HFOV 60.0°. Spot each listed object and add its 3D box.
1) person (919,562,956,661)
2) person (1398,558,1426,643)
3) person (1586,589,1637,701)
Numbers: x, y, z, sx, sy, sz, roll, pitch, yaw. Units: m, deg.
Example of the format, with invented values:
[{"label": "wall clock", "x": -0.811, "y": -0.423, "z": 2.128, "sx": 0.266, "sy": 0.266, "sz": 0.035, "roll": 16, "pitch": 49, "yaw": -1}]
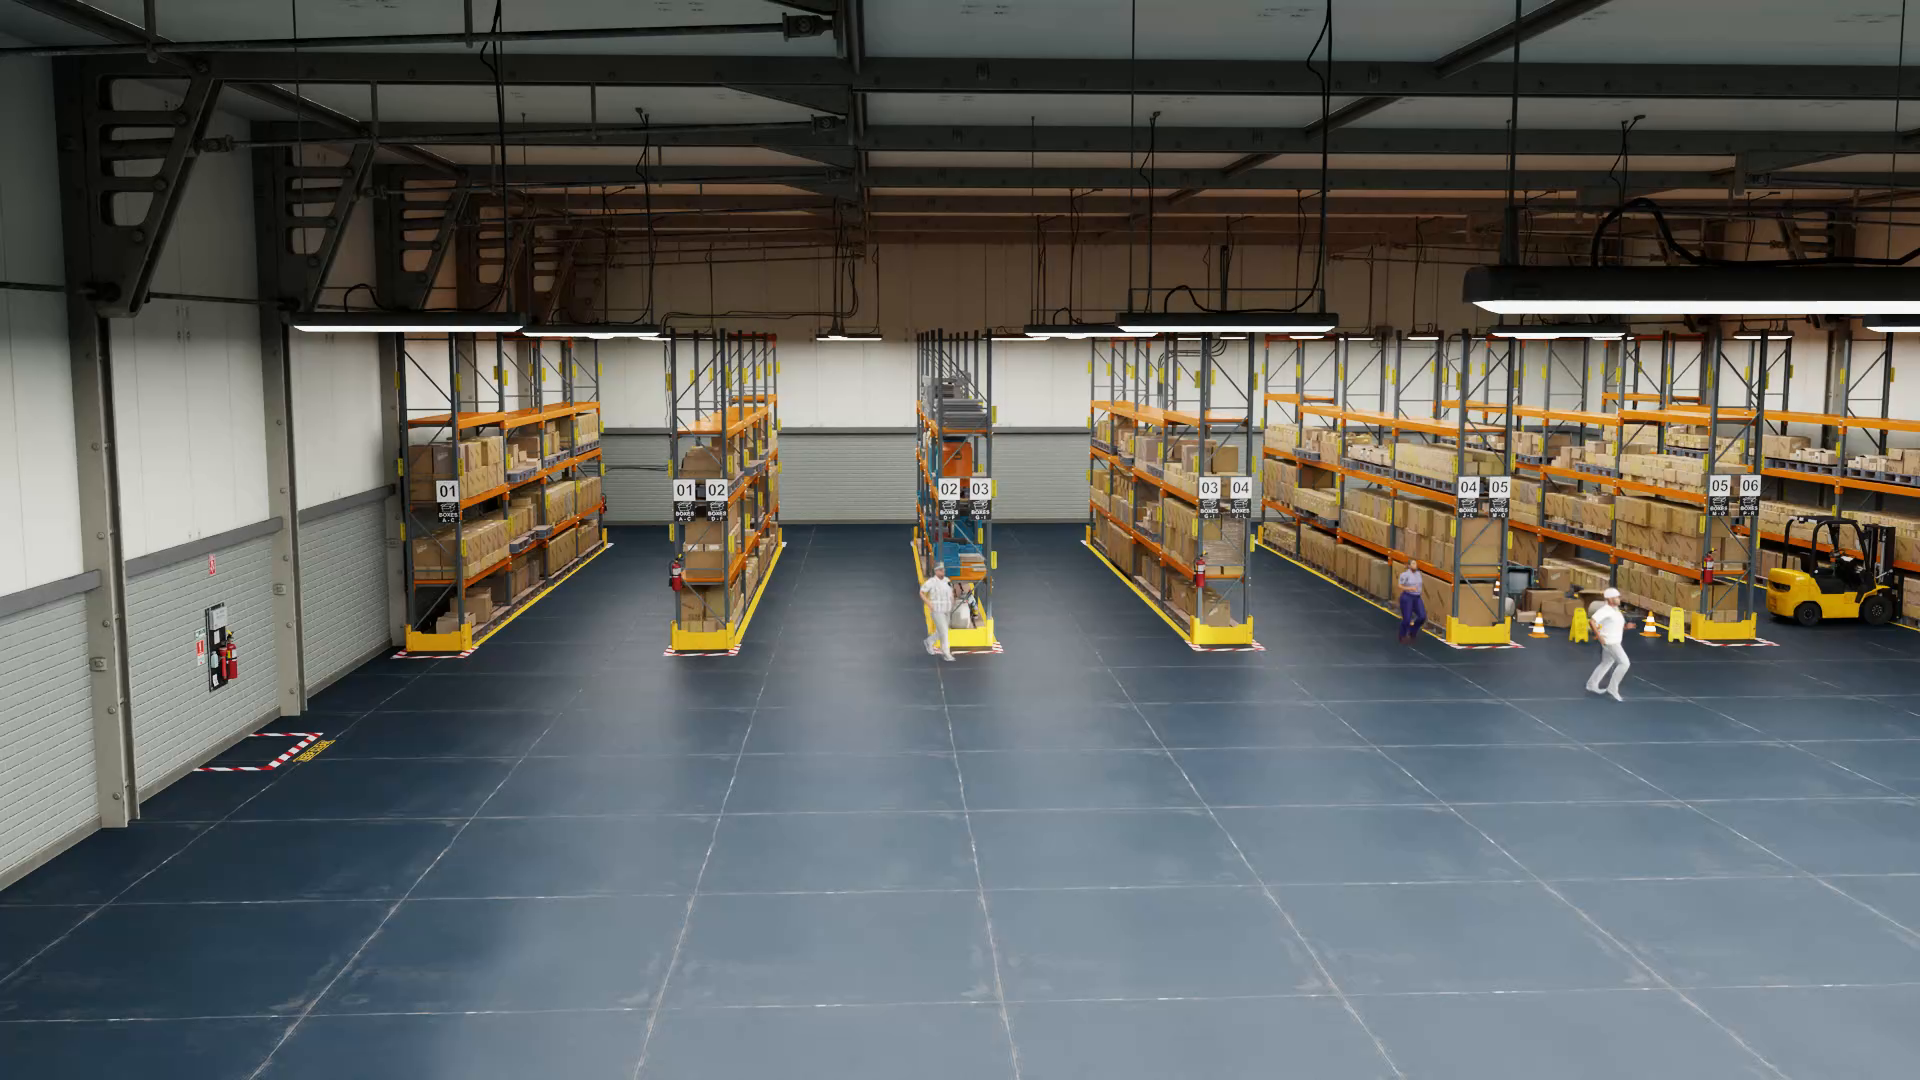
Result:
[{"label": "person", "x": -0.353, "y": 1.286, "z": 30.380, "sx": 0.851, "sy": 1.792, "sz": 0.685, "roll": 6, "pitch": 9, "yaw": 42}, {"label": "person", "x": 8.674, "y": 1.193, "z": 31.838, "sx": 0.606, "sy": 1.658, "sz": 0.577, "roll": -3, "pitch": 7, "yaw": -23}, {"label": "person", "x": 10.538, "y": 1.688, "z": 26.893, "sx": 0.746, "sy": 1.817, "sz": 0.669, "roll": 4, "pitch": 8, "yaw": 29}]
